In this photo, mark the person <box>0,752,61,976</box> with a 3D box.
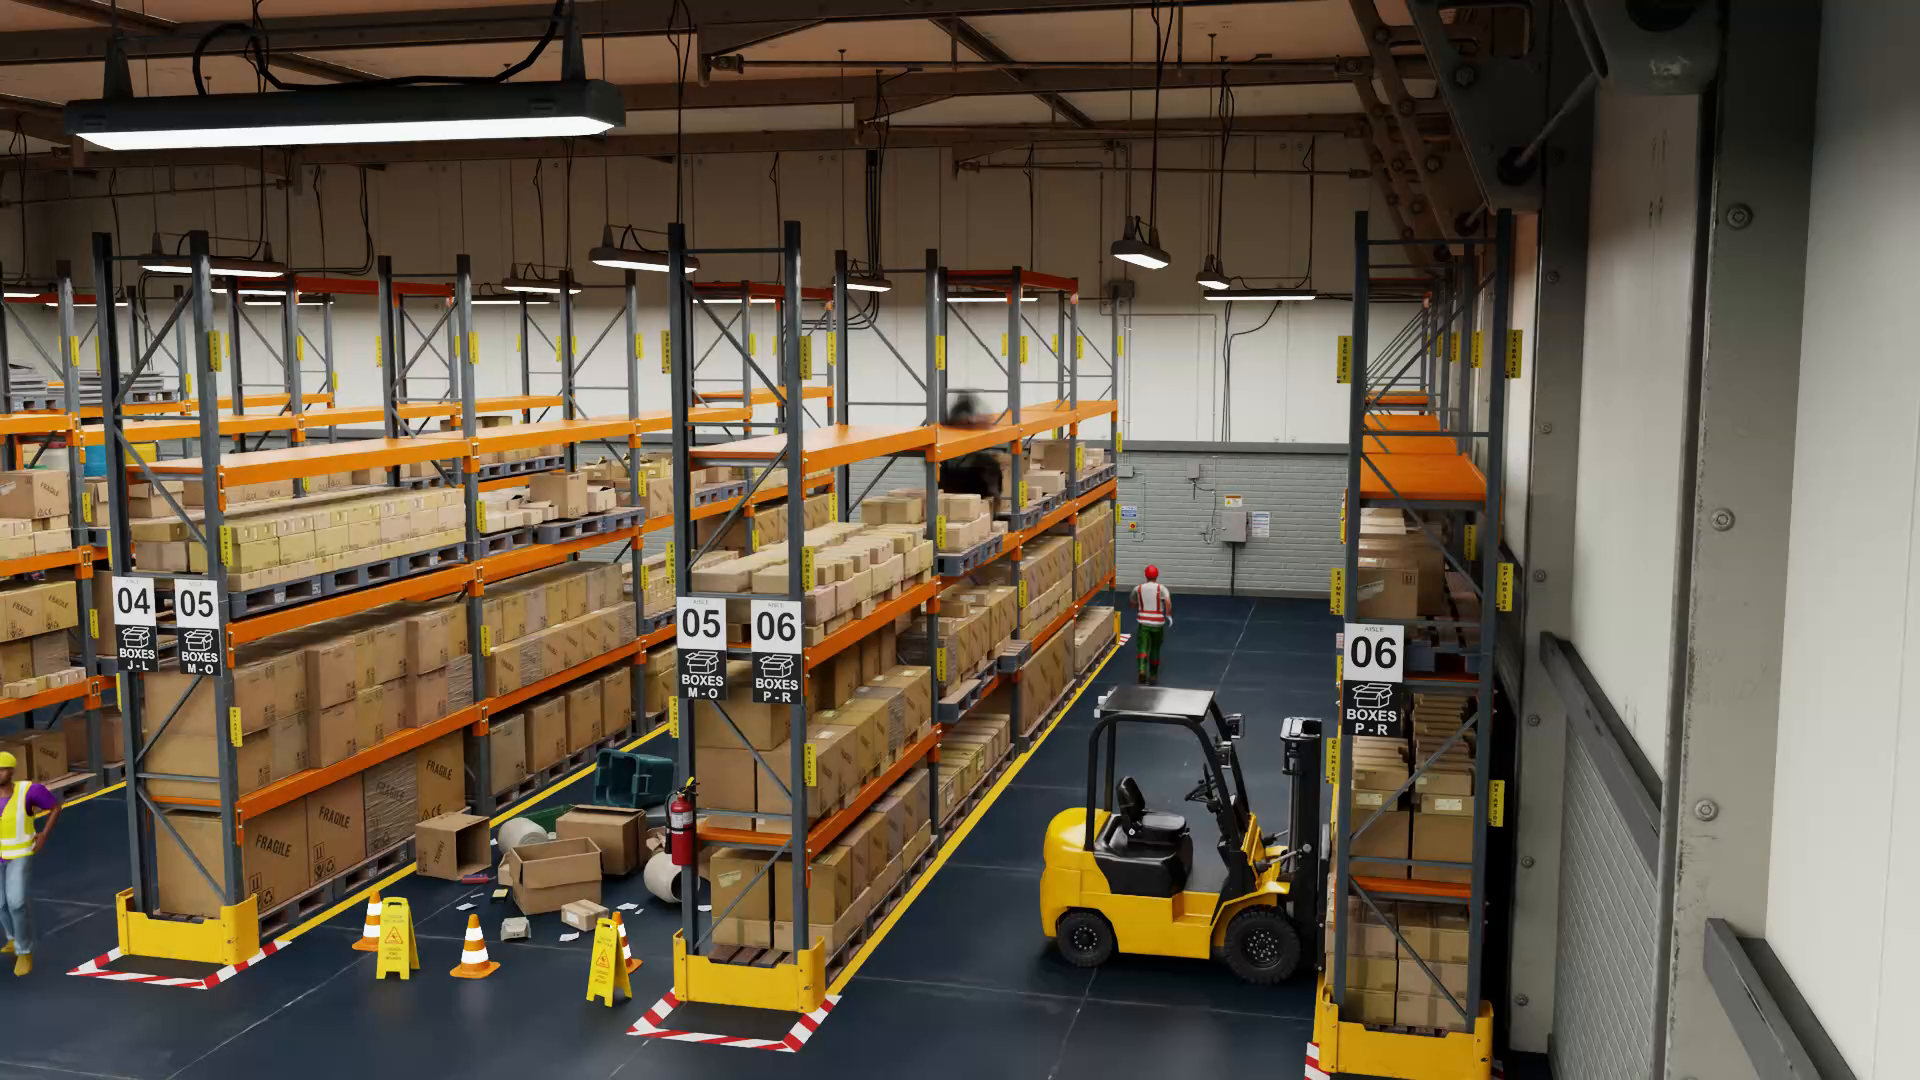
[{"bbox_3d":[-7.816,2.645,13.653,0.694,1.852,0.670,-1,7,-7],"label":"person"}]

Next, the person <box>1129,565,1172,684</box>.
[{"bbox_3d":[2.814,1.252,24.609,0.661,1.769,0.993,2,7,13],"label":"person"}]
